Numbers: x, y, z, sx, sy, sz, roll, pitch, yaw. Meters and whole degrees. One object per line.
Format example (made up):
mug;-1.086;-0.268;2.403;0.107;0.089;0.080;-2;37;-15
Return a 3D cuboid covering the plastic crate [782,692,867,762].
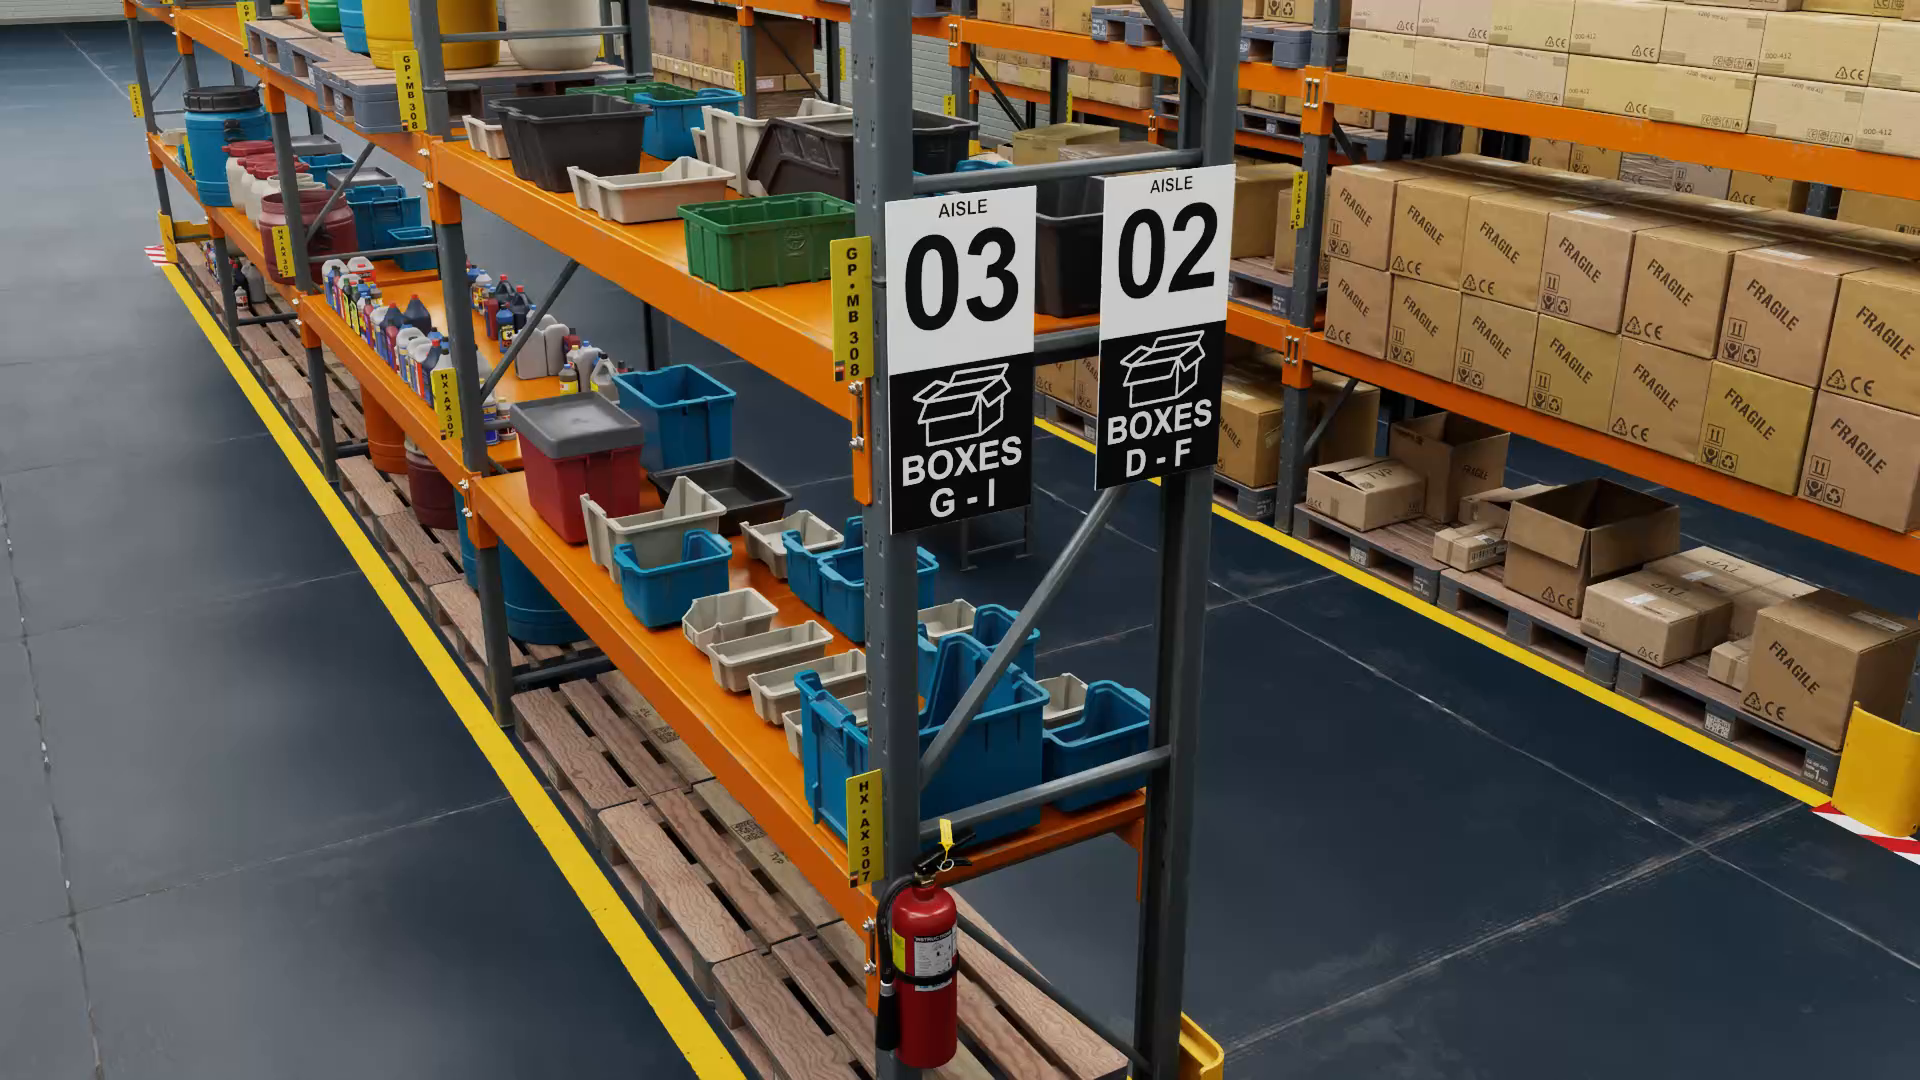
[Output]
plastic crate;-0.351;0.575;5.185;0.396;0.136;0.243;-13;25;-28

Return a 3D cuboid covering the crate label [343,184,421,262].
crate label;-4.141;-2.270;11.867;0.502;0.435;0.616;-13;25;-28

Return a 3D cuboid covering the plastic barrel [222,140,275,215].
plastic barrel;-5.609;-2.886;13.248;0.433;0.535;0.433;0;22;0

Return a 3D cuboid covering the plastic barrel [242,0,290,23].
plastic barrel;-4.716;-3.573;11.318;0.301;0.262;0.301;0;22;0

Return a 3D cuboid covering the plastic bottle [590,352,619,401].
plastic bottle;-1.744;-0.752;8.244;0.144;0.351;0.185;-13;25;-28

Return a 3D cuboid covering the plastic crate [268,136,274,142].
plastic crate;-6.067;-3.340;14.628;0.767;0.338;0.504;-13;25;-28

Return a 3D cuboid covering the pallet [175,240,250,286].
pallet;-7.462;-2.899;17.163;1.003;0.211;1.213;-13;25;-28

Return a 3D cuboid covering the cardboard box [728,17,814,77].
cardboard box;-1.881;-4.916;16.568;0.700;0.500;0.500;-12;25;-28

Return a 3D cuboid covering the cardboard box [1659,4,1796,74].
cardboard box;3.492;-2.236;7.380;0.500;0.250;0.500;-13;25;-28

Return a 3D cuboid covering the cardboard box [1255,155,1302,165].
cardboard box;3.495;-3.929;17.734;0.500;0.250;0.500;-13;26;-30

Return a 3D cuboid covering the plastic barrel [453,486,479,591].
plastic barrel;-2.447;-0.217;9.090;0.600;0.901;0.708;-13;25;-28

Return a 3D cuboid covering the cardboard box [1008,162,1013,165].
cardboard box;0.246;-2.917;13.622;0.500;0.311;0.500;-11;25;-25

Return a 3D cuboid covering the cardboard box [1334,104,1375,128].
cardboard box;4.094;-4.362;16.342;0.700;0.500;0.500;-15;27;-33

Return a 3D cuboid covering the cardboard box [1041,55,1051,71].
cardboard box;1.327;-5.955;20.156;0.500;0.500;0.500;-12;25;-27

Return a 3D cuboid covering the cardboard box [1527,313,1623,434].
cardboard box;3.243;-0.874;8.346;0.500;0.500;0.500;-13;25;-29

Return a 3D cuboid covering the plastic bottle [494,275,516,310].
plastic bottle;-2.663;-1.379;9.786;0.144;0.351;0.185;-13;25;-28

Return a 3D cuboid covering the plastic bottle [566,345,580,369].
plastic bottle;-2.053;-0.941;8.906;0.097;0.201;0.097;0;22;0

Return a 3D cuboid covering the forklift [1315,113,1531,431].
forklift;3.541;-2.650;12.940;1.130;2.935;3.031;-12;25;-27

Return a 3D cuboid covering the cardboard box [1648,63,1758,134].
cardboard box;3.480;-2.001;7.467;0.500;0.250;0.500;-13;25;-28

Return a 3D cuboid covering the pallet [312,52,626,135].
pallet;-2.307;-2.123;7.817;1.213;0.211;1.003;-13;25;-28

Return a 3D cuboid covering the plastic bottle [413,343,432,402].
plastic bottle;-2.746;-0.875;8.645;0.152;0.276;0.135;-13;25;-28

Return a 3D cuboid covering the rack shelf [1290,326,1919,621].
rack shelf;3.460;-0.556;8.652;1.077;0.370;4.000;-13;25;-28

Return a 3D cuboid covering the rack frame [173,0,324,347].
rack frame;-5.909;-3.175;14.140;1.000;3.000;0.127;-13;25;-28

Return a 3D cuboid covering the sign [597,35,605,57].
sign;-4.172;-5.754;19.231;0.100;0.325;0.005;-13;25;-28

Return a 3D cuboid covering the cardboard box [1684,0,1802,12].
cardboard box;3.675;-2.624;7.339;0.700;0.500;0.500;-13;25;-28

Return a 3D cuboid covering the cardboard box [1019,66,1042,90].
cardboard box;1.074;-5.765;20.684;0.500;0.250;0.500;-13;26;-29

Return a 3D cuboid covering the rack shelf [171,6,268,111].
rack shelf;-4.887;-3.584;12.117;1.077;0.370;4.000;-13;25;-28

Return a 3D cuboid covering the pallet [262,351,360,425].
pallet;-4.847;-1.241;13.085;1.003;0.211;1.213;-13;25;-28

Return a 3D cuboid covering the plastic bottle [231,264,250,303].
plastic bottle;-6.486;-2.305;14.932;0.144;0.351;0.185;-13;26;-30

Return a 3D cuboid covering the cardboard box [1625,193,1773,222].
cardboard box;3.696;-1.441;8.412;0.500;0.500;0.500;-13;25;-29

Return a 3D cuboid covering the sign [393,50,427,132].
sign;-2.296;-1.874;6.943;0.100;0.325;0.005;-13;25;-28

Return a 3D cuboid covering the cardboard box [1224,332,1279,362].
cardboard box;1.890;-1.457;11.653;0.500;0.250;0.500;-13;25;-28

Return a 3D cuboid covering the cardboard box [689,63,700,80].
cardboard box;-2.619;-4.932;17.467;0.380;0.149;0.250;-12;25;-27

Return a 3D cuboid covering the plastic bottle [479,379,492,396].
plastic bottle;-2.390;-0.707;8.331;0.097;0.201;0.097;0;22;0

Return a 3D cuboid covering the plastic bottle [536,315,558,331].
plastic bottle;-2.323;-1.126;9.263;0.152;0.276;0.135;-13;25;-28

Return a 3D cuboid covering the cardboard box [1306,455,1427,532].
cardboard box;2.466;-0.318;10.096;0.500;0.311;0.500;-13;25;-28

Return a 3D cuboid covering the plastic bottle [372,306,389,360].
plastic bottle;-3.214;-1.172;9.375;0.152;0.276;0.135;-13;25;-28

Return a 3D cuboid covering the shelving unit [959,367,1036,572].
shelving unit;-0.044;-0.722;10.097;0.538;1.500;1.048;-13;25;-28

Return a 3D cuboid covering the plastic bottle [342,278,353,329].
plastic bottle;-3.657;-1.422;9.982;0.061;0.283;0.133;-13;25;-28

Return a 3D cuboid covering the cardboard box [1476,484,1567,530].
cardboard box;3.356;-0.123;9.616;0.500;0.311;0.500;-13;25;-28

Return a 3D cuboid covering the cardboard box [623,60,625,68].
cardboard box;-3.464;-5.314;19.270;0.700;0.500;0.500;-13;25;-28

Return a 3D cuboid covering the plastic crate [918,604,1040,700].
plastic crate;0.042;0.403;5.480;0.416;0.233;0.300;-13;25;-28

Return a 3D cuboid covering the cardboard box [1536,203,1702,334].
cardboard box;3.228;-1.339;8.163;0.500;0.500;0.500;-12;25;-27

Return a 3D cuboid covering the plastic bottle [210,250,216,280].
plastic bottle;-7.068;-2.620;15.812;0.097;0.271;0.097;0;22;0

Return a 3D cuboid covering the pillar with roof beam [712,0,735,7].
pillar with roof beam;-8.165;-12.151;28.256;9.100;9.000;0.400;-13;25;-28

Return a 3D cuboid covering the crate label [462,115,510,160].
crate label;-1.821;-1.639;6.727;0.293;0.136;0.466;-13;25;-28

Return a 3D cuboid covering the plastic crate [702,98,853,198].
plastic crate;-0.646;-1.402;5.951;0.437;0.282;0.530;-13;25;-28

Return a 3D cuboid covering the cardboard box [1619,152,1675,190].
cardboard box;5.724;-3.113;13.432;0.500;0.500;0.500;-13;25;-28

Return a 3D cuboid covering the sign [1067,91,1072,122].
sign;0.856;-3.439;13.356;0.100;0.325;0.005;-13;25;-28

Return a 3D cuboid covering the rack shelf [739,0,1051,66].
rack shelf;-0.627;-4.536;14.459;1.077;0.370;4.000;-13;25;-28

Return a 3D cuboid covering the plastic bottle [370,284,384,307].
plastic bottle;-3.588;-1.466;10.199;0.097;0.201;0.097;0;22;0

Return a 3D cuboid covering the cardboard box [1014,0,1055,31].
cardboard box;0.907;-3.968;11.974;0.910;0.500;0.500;-13;25;-28

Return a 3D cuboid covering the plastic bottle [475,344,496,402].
plastic bottle;-2.449;-0.825;8.423;0.144;0.351;0.185;-13;25;-28

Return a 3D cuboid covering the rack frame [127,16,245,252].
rack frame;-7.952;-4.470;17.325;1.000;3.000;0.127;-13;25;-28

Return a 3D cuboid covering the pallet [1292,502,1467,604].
pallet;2.788;-0.023;10.087;1.003;0.211;1.213;-13;25;-28
